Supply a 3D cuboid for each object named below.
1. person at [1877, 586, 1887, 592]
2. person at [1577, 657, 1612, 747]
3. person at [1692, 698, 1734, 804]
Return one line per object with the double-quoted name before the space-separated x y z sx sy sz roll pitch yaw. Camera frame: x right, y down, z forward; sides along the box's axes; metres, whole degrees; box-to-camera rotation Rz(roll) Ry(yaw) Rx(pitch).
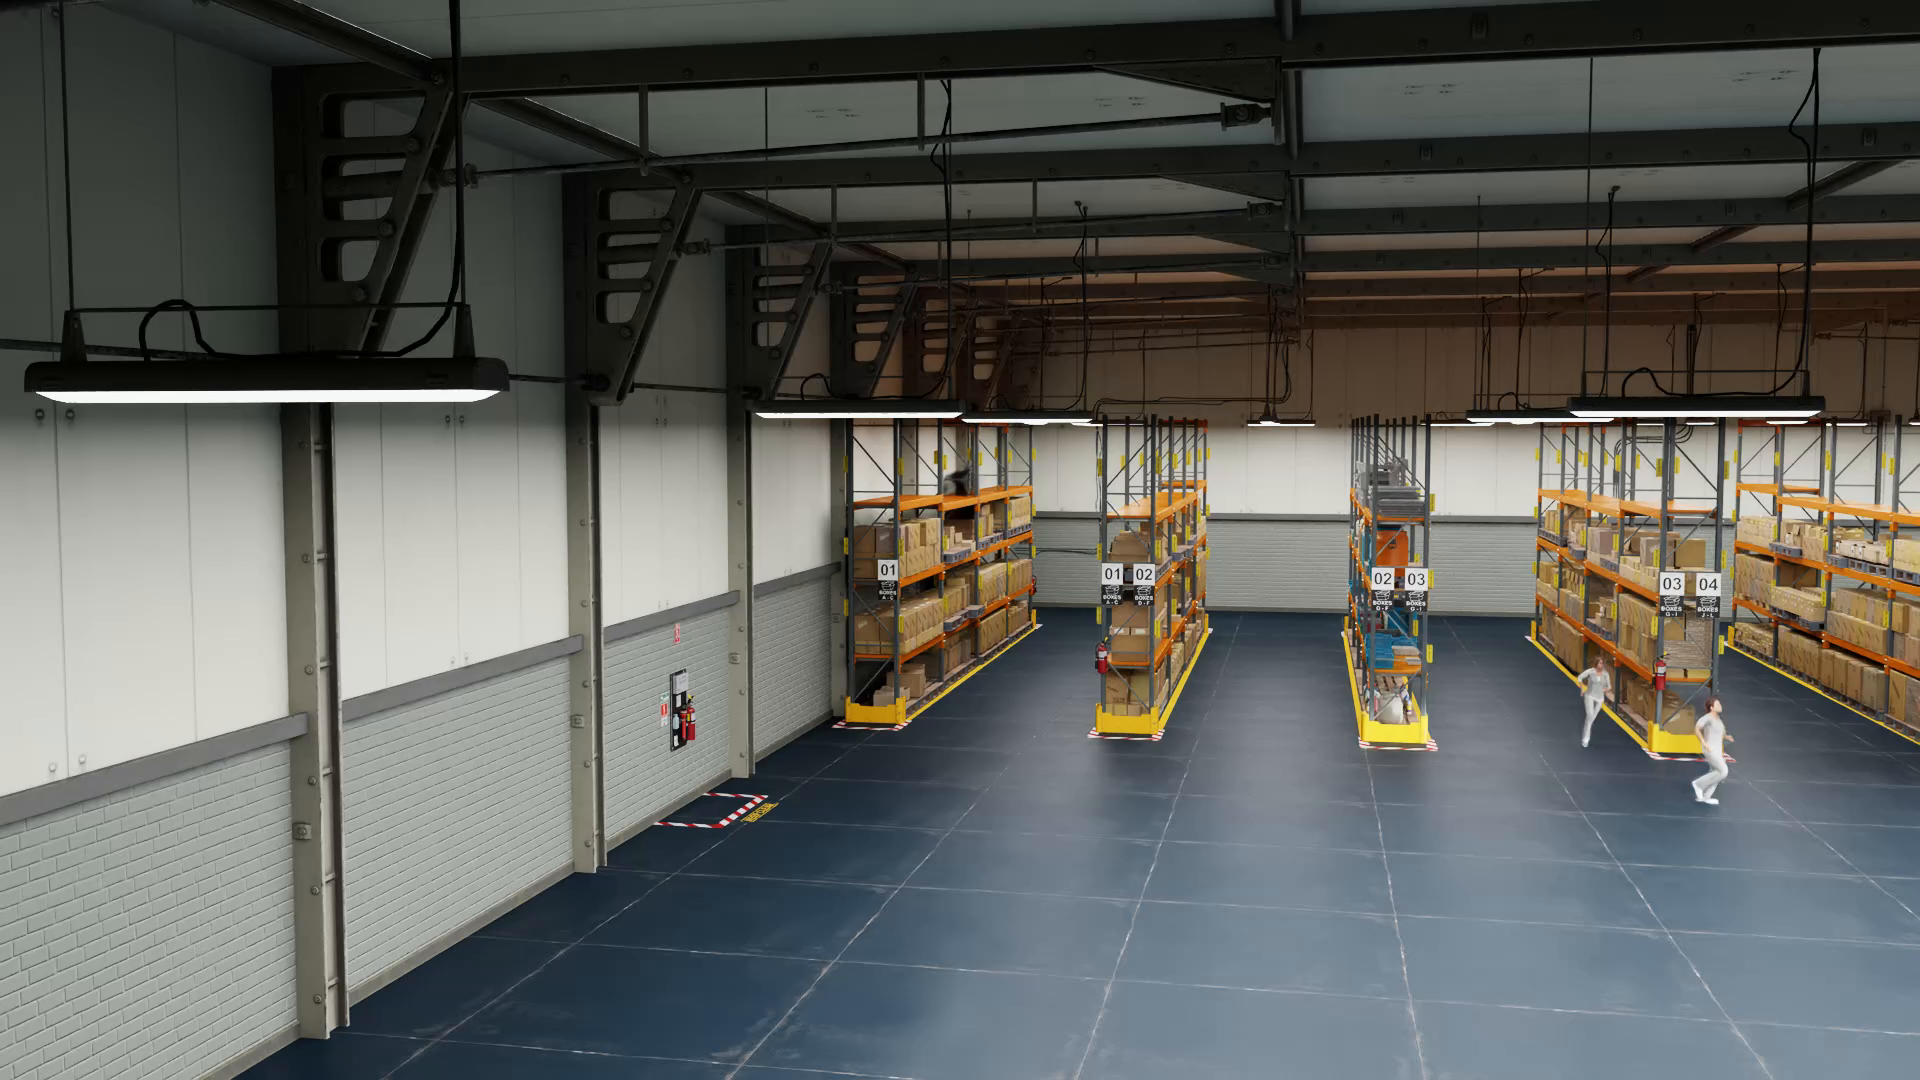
"person" 24.701 2.072 44.618 0.583 1.347 0.570 1 4 18
"person" 11.558 2.920 30.305 0.553 1.605 0.748 0 4 3
"person" 11.478 3.215 25.322 0.527 1.638 0.609 4 5 43
